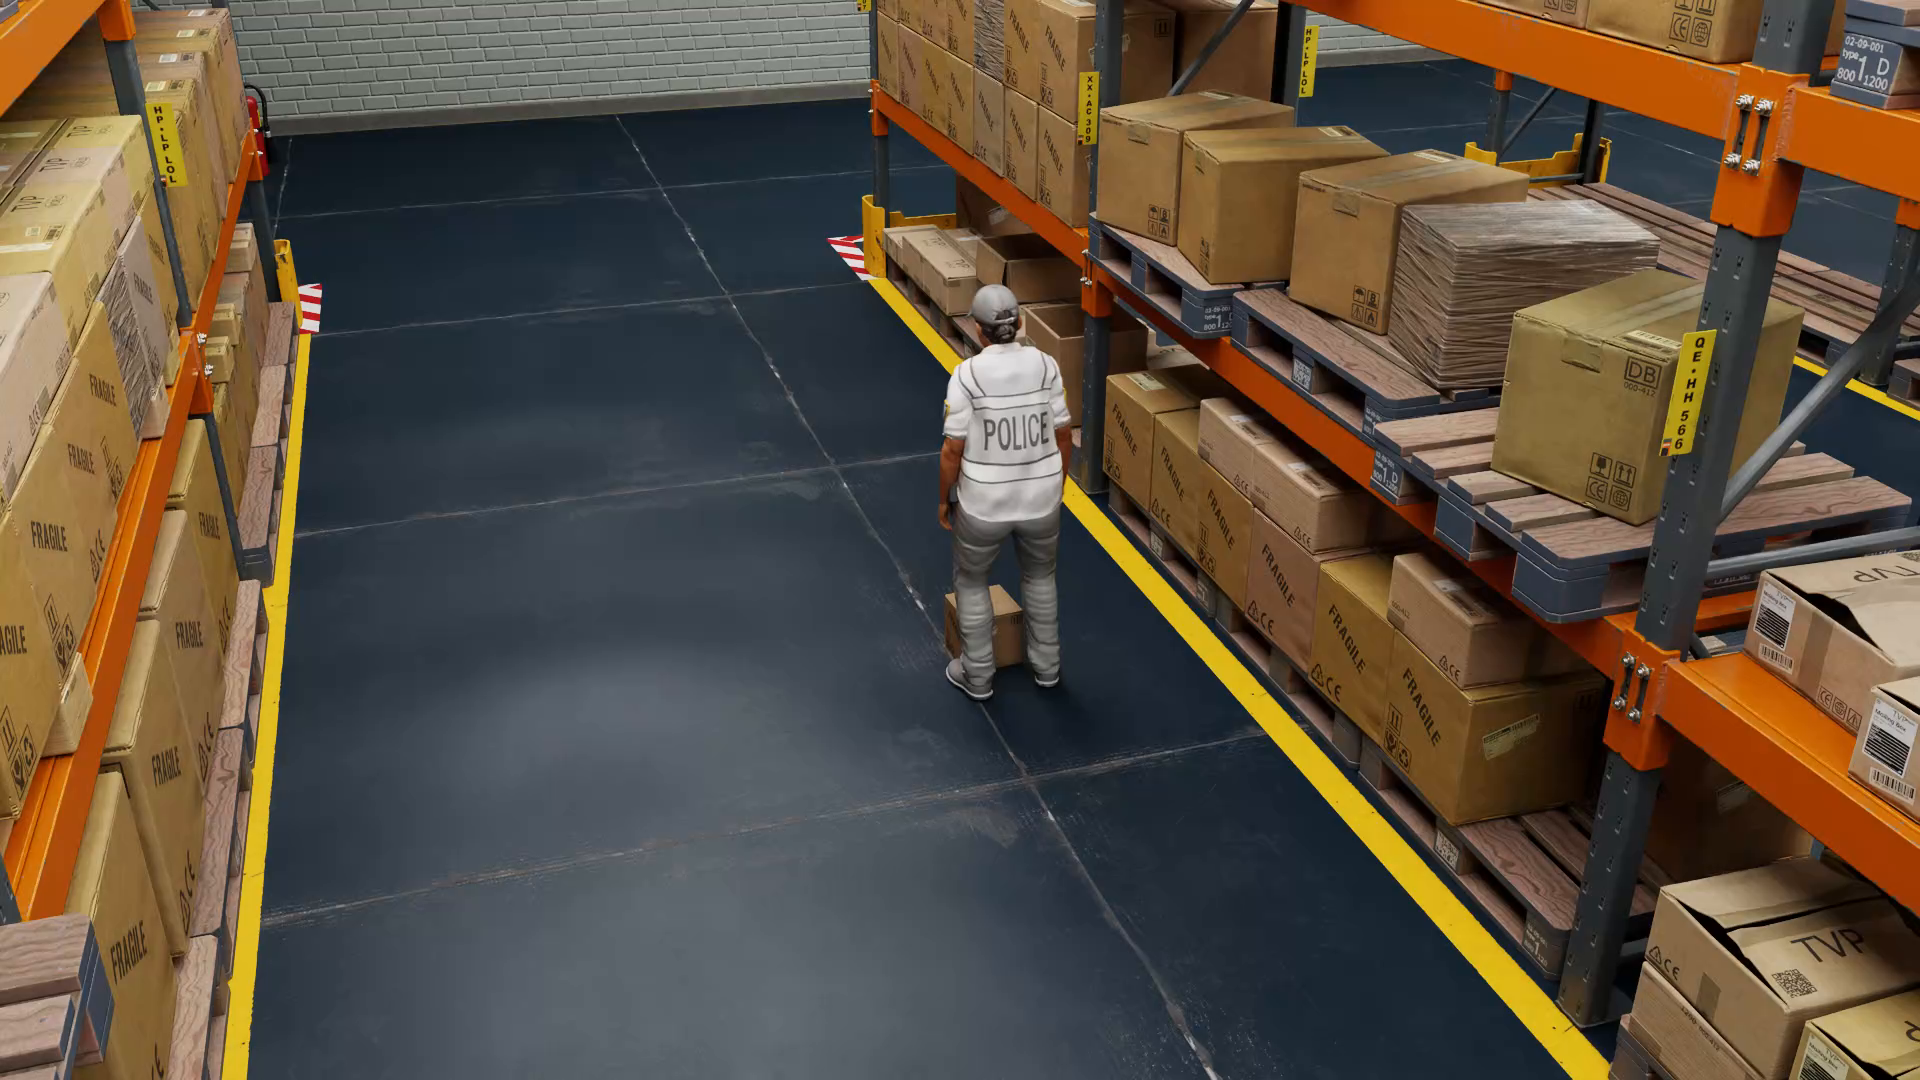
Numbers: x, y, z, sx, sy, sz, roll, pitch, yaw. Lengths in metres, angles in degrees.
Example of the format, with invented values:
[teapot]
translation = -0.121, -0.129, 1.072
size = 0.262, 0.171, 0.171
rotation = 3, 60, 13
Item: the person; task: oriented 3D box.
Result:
[person]
translation = 0.172, -0.170, 6.447
size = 0.538, 1.666, 0.465
rotation = -8, 27, -15
